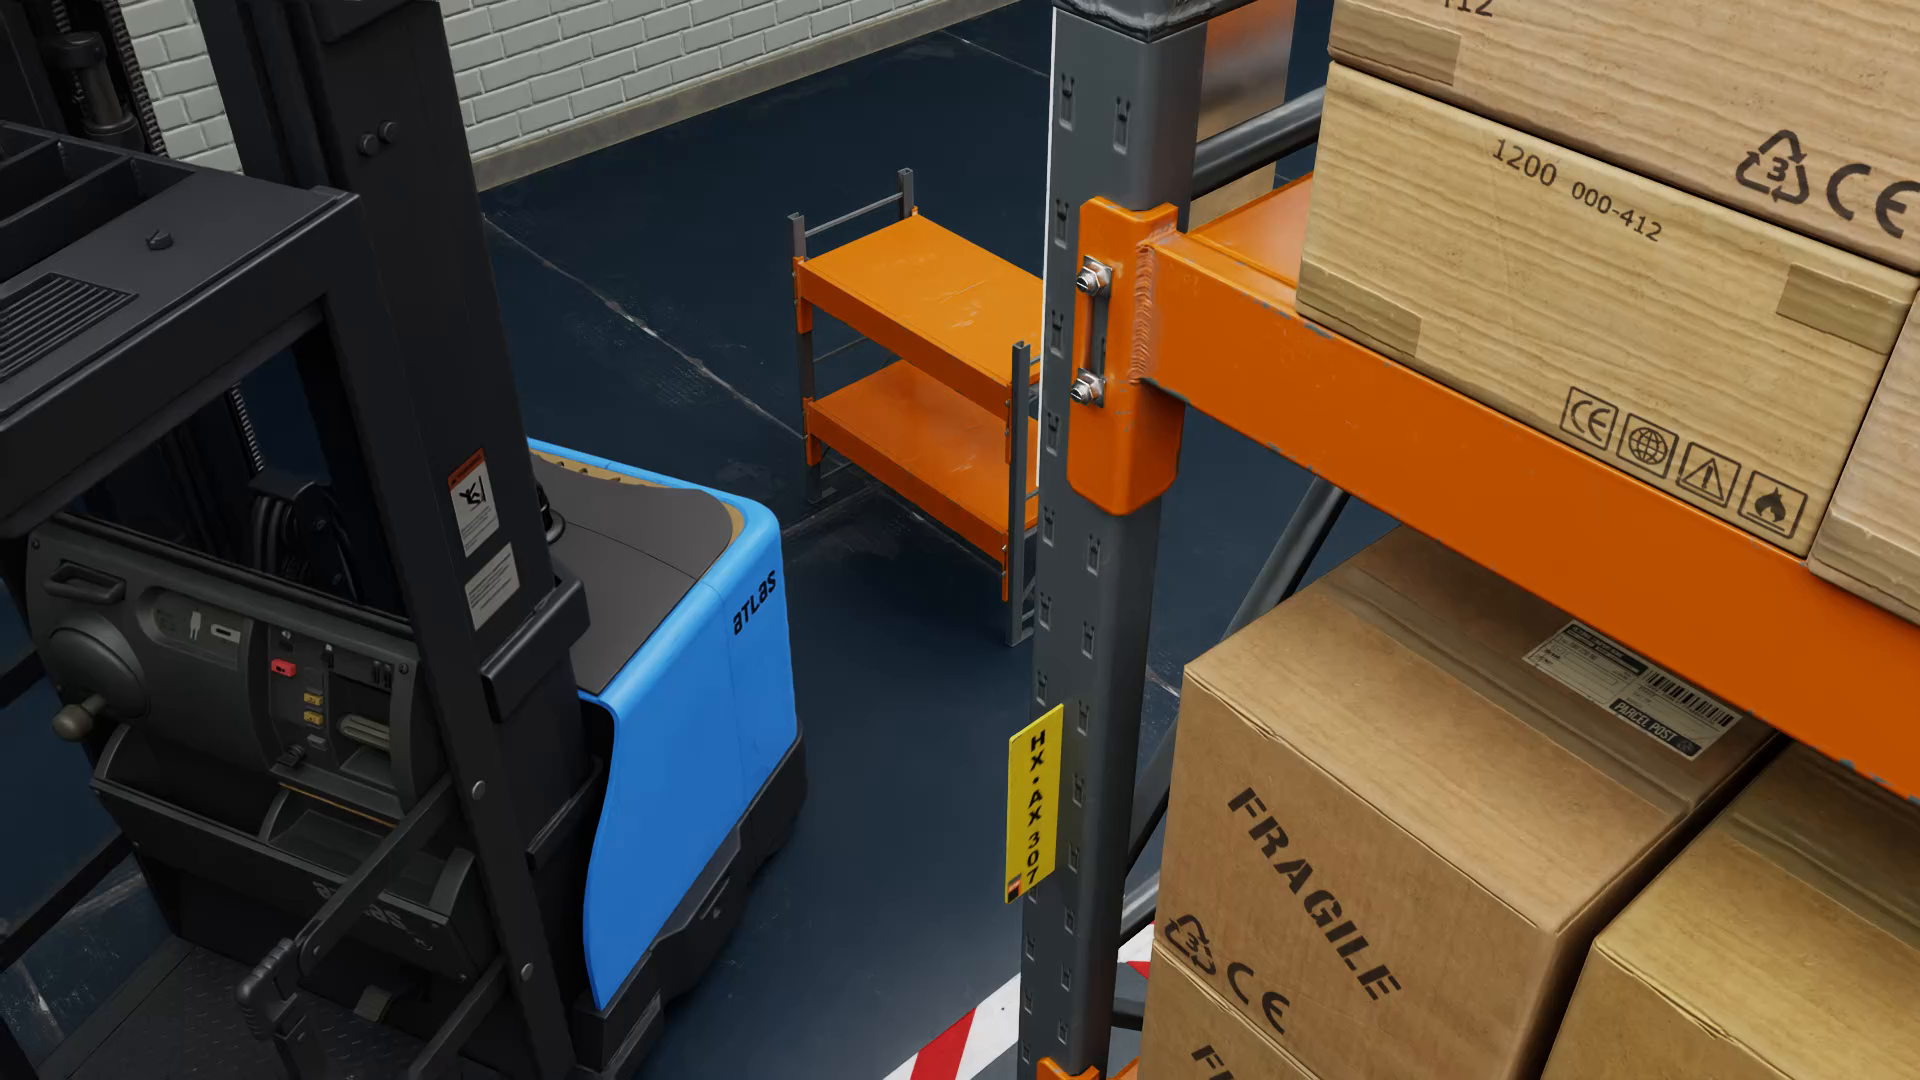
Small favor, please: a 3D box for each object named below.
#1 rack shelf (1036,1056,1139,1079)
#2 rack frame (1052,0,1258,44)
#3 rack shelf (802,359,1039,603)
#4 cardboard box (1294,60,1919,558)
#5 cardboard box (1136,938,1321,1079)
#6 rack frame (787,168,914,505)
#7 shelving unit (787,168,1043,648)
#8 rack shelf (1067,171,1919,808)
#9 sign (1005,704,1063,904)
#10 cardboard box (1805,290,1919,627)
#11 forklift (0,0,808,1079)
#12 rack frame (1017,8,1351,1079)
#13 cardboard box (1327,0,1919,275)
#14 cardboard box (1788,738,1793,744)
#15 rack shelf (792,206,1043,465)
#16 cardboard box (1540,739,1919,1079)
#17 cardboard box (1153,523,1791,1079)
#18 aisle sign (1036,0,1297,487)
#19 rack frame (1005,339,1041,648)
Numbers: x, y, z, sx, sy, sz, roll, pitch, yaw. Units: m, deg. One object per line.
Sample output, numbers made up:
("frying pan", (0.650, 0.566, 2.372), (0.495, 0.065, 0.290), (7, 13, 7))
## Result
("rack shelf", (1.853, 1.669, 1.868), (1.077, 0.370, 4.000), (-30, 48, -32))
("rack frame", (0.500, -1.870, 0.904), (1.000, 3.000, 0.127), (-30, 48, -32))
("rack shelf", (-0.005, -0.251, 5.554), (0.538, 0.278, 1.000), (-30, 48, -32))
("cardboard box", (0.661, -0.299, 1.465), (0.500, 0.250, 0.500), (-30, 48, -32))
("cardboard box", (0.606, 0.742, 2.364), (0.500, 0.500, 0.500), (-29, 47, -31))
("rack frame", (-0.348, -0.676, 5.692), (0.500, 1.125, 0.032), (-30, 48, -32))
("shelving unit", (-0.005, -0.441, 5.400), (0.538, 1.125, 1.048), (-30, 48, -32))
("rack shelf", (1.853, 0.502, 0.926), (1.077, 0.370, 4.000), (-30, 48, -32))
("sign", (0.101, 0.358, 2.231), (0.100, 0.325, 0.005), (-30, 48, -32))
("cardboard box", (0.989, -0.062, 1.172), (0.500, 0.250, 0.500), (-30, 48, -32))
("forklift", (-1.488, 0.337, 2.999), (1.130, 2.935, 3.031), (15, 41, 18))
("rack frame", (0.500, 0.464, 2.788), (1.000, 3.000, 0.127), (-30, 48, -32))
("cardboard box", (0.656, -0.491, 1.305), (0.500, 0.250, 0.500), (-30, 48, -32))
("cardboard box", (1.004, 0.125, 2.333), (0.500, 0.500, 0.500), (-30, 48, -32))
("rack shelf", (-0.005, -0.668, 5.217), (0.538, 0.278, 1.000), (-30, 48, -32))
("cardboard box", (0.965, 0.592, 1.754), (0.500, 0.500, 0.500), (-29, 47, -31))
("cardboard box", (0.606, 0.353, 2.050), (0.500, 0.500, 0.500), (-28, 47, -31))
("aisle sign", (0.238, -0.454, 1.856), (0.394, 0.787, 0.004), (-30, 48, -32))
("rack frame", (0.339, -0.205, 5.109), (0.500, 1.125, 0.032), (-30, 48, -32))
